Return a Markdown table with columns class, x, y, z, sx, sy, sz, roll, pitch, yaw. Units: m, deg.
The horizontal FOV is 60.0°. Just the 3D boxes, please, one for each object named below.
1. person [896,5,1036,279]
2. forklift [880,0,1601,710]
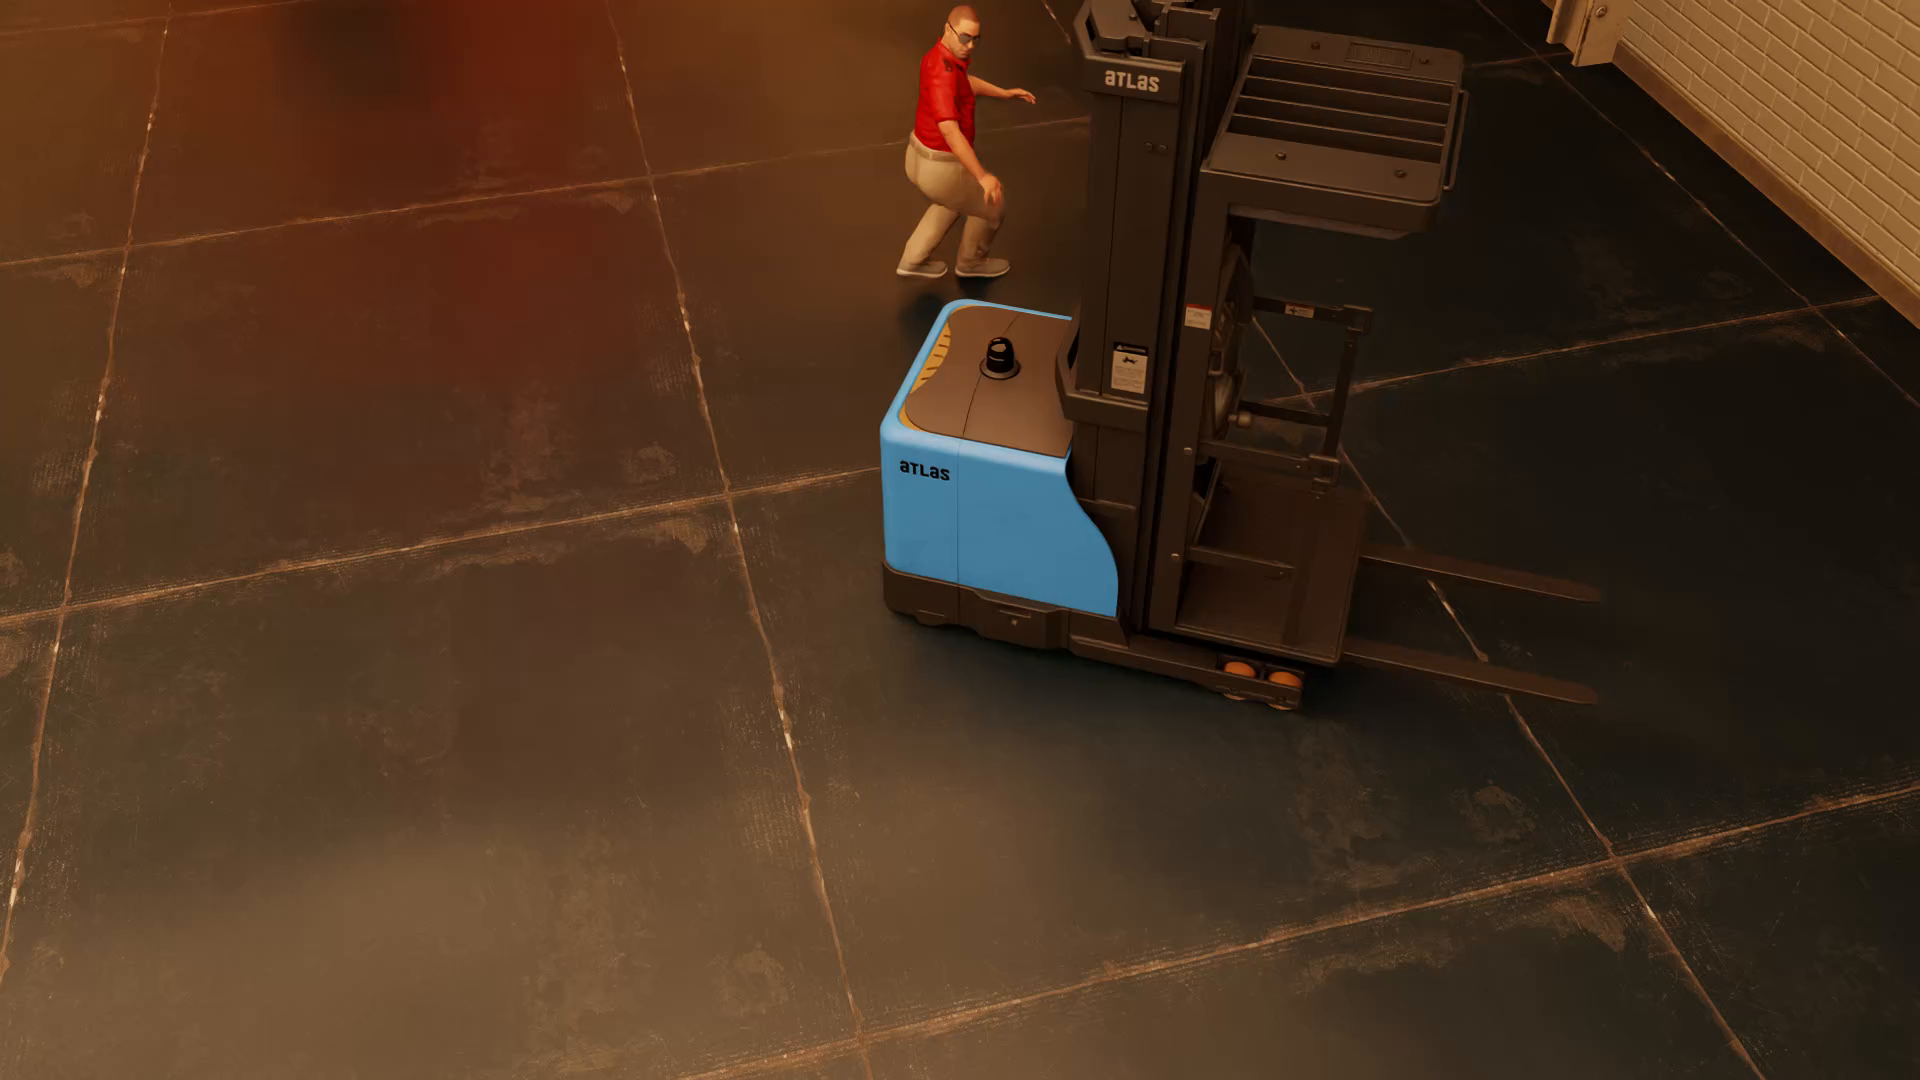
| class | x | y | z | sx | sy | sz | roll | pitch | yaw |
| --- | --- | --- | --- | --- | --- | --- | --- | --- | --- |
| person | 0.077 | -2.011 | 8.752 | 0.852 | 1.604 | 0.886 | -16 | 46 | -16 |
| forklift | 1.235 | -0.759 | 6.448 | 3.031 | 2.935 | 1.130 | 12 | 45 | 12 |
